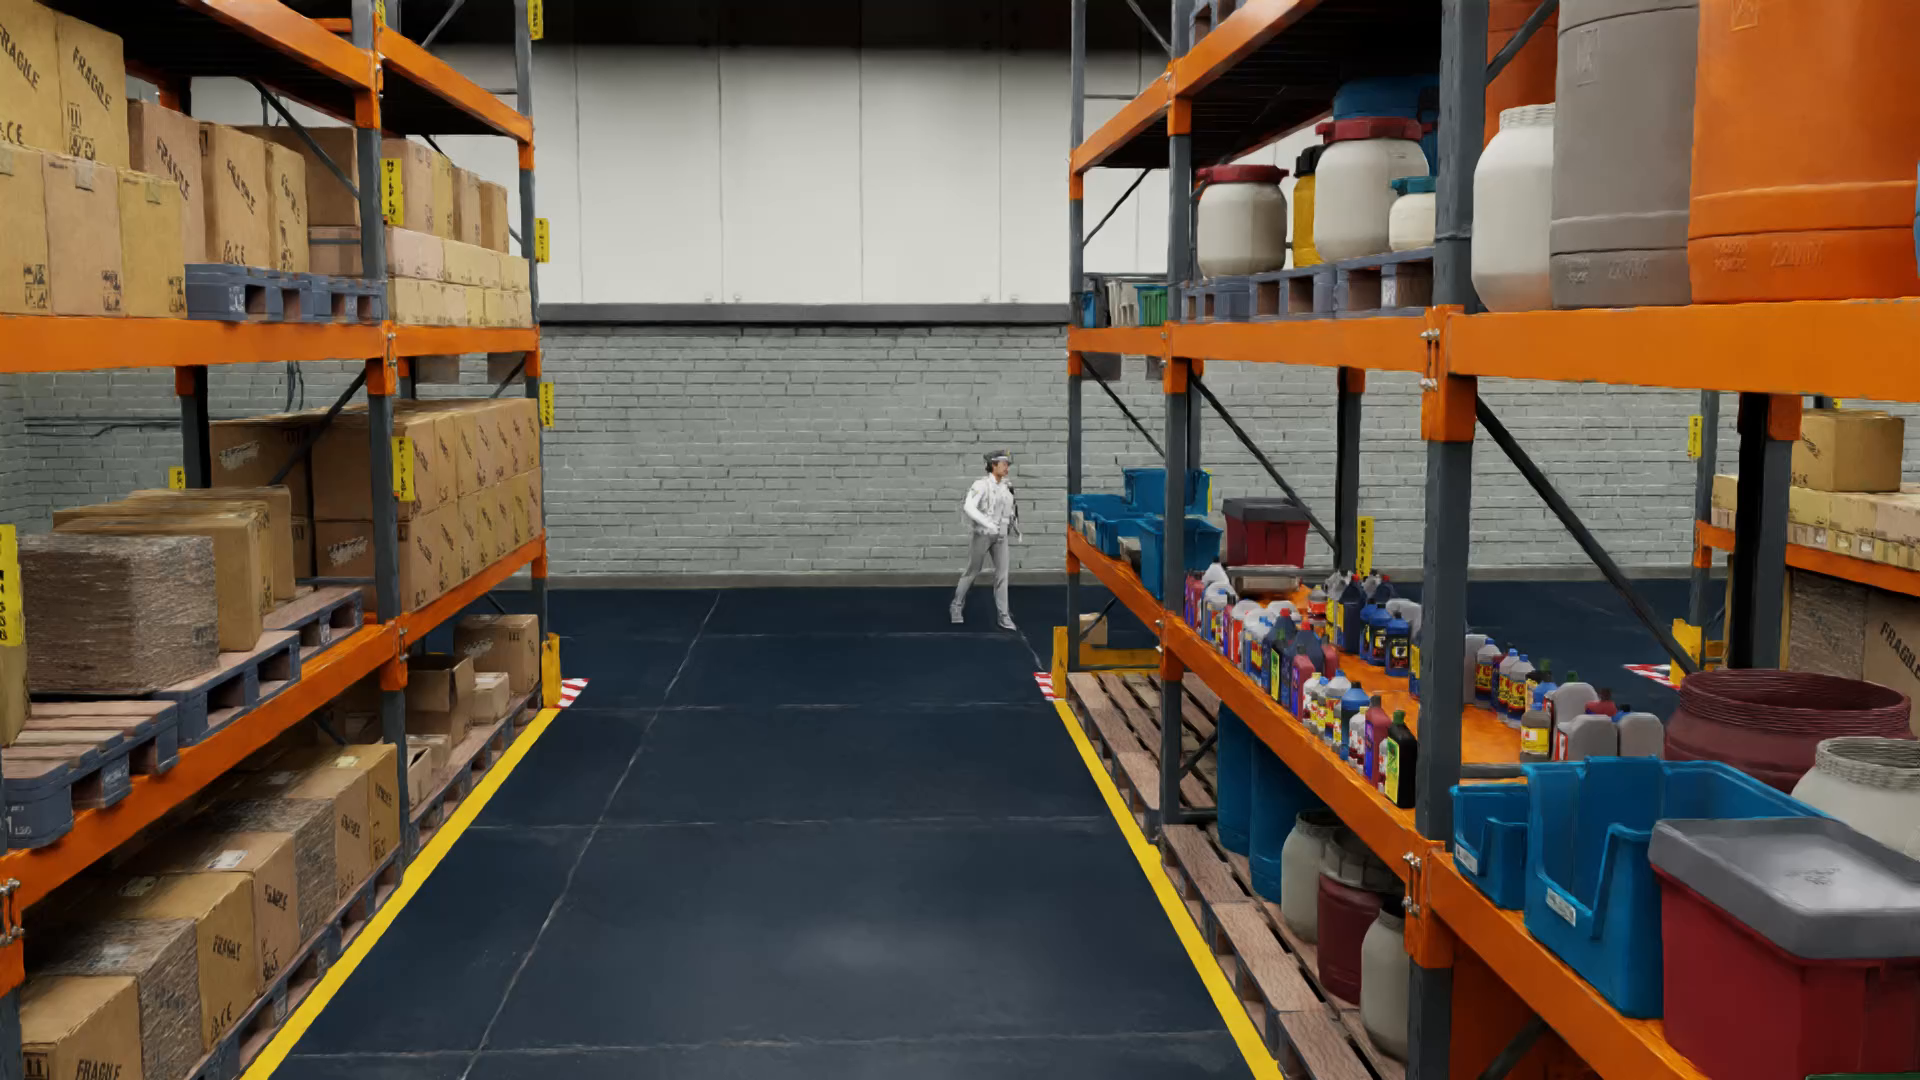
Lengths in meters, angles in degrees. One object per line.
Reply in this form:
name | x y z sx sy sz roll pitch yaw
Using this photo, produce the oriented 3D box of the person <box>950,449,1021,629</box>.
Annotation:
person | 0.327 -0.029 15.740 0.664 1.664 0.838 -5 9 -36
